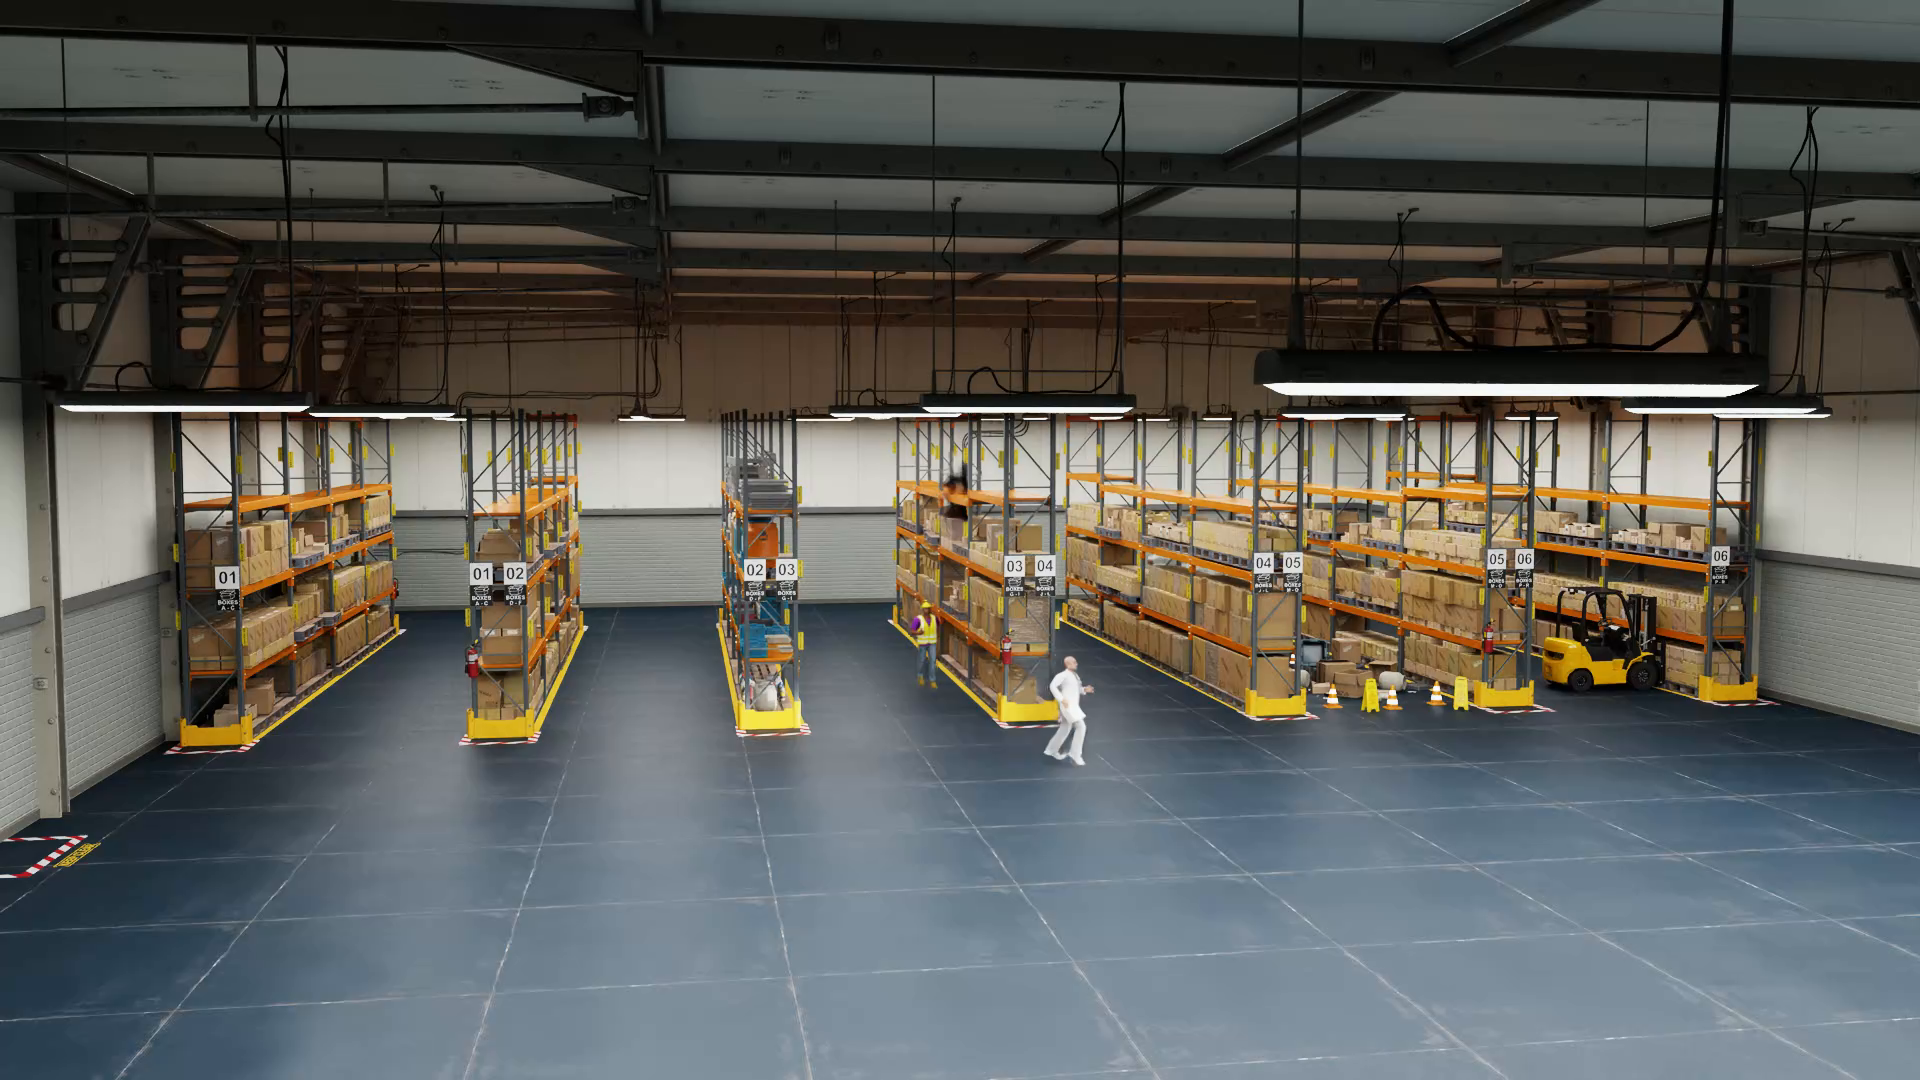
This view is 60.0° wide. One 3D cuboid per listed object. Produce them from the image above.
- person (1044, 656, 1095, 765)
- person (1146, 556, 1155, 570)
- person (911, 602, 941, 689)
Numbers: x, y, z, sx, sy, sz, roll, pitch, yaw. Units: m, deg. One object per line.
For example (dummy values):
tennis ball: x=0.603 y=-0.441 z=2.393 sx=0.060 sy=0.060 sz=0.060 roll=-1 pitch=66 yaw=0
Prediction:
person: x=1.839 y=2.886 z=28.080 sx=0.854 sy=1.849 sz=0.683 roll=1 pitch=4 yaw=13
person: x=5.833 y=1.352 z=50.301 sx=0.879 sy=1.763 sz=0.709 roll=-1 pitch=4 yaw=-8
person: x=-0.698 y=2.199 z=34.910 sx=0.695 sy=1.791 sz=0.950 roll=-1 pitch=4 yaw=-15
